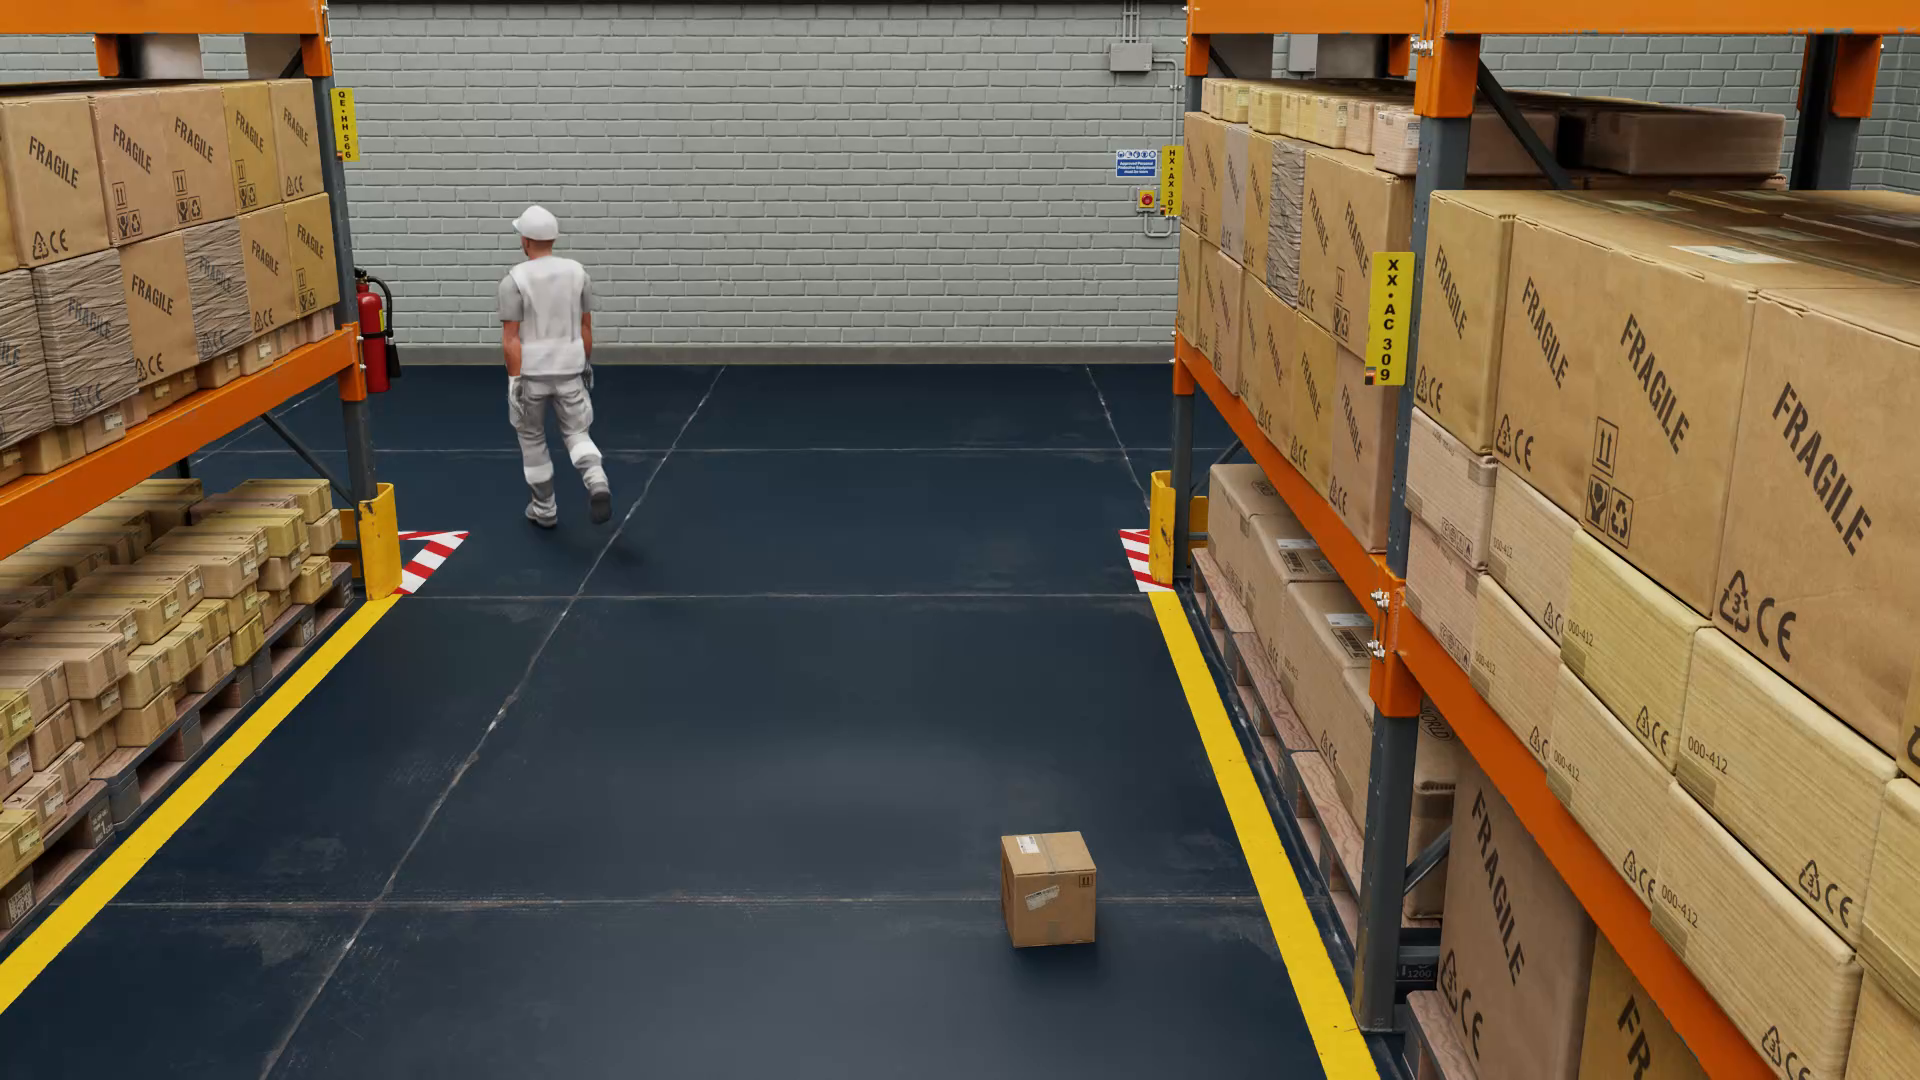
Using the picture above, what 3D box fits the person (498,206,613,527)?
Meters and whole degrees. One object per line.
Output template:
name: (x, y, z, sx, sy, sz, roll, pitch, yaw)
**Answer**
person: (-2.195, -0.898, 8.916, 0.538, 1.765, 0.785, -10, 20, -30)
